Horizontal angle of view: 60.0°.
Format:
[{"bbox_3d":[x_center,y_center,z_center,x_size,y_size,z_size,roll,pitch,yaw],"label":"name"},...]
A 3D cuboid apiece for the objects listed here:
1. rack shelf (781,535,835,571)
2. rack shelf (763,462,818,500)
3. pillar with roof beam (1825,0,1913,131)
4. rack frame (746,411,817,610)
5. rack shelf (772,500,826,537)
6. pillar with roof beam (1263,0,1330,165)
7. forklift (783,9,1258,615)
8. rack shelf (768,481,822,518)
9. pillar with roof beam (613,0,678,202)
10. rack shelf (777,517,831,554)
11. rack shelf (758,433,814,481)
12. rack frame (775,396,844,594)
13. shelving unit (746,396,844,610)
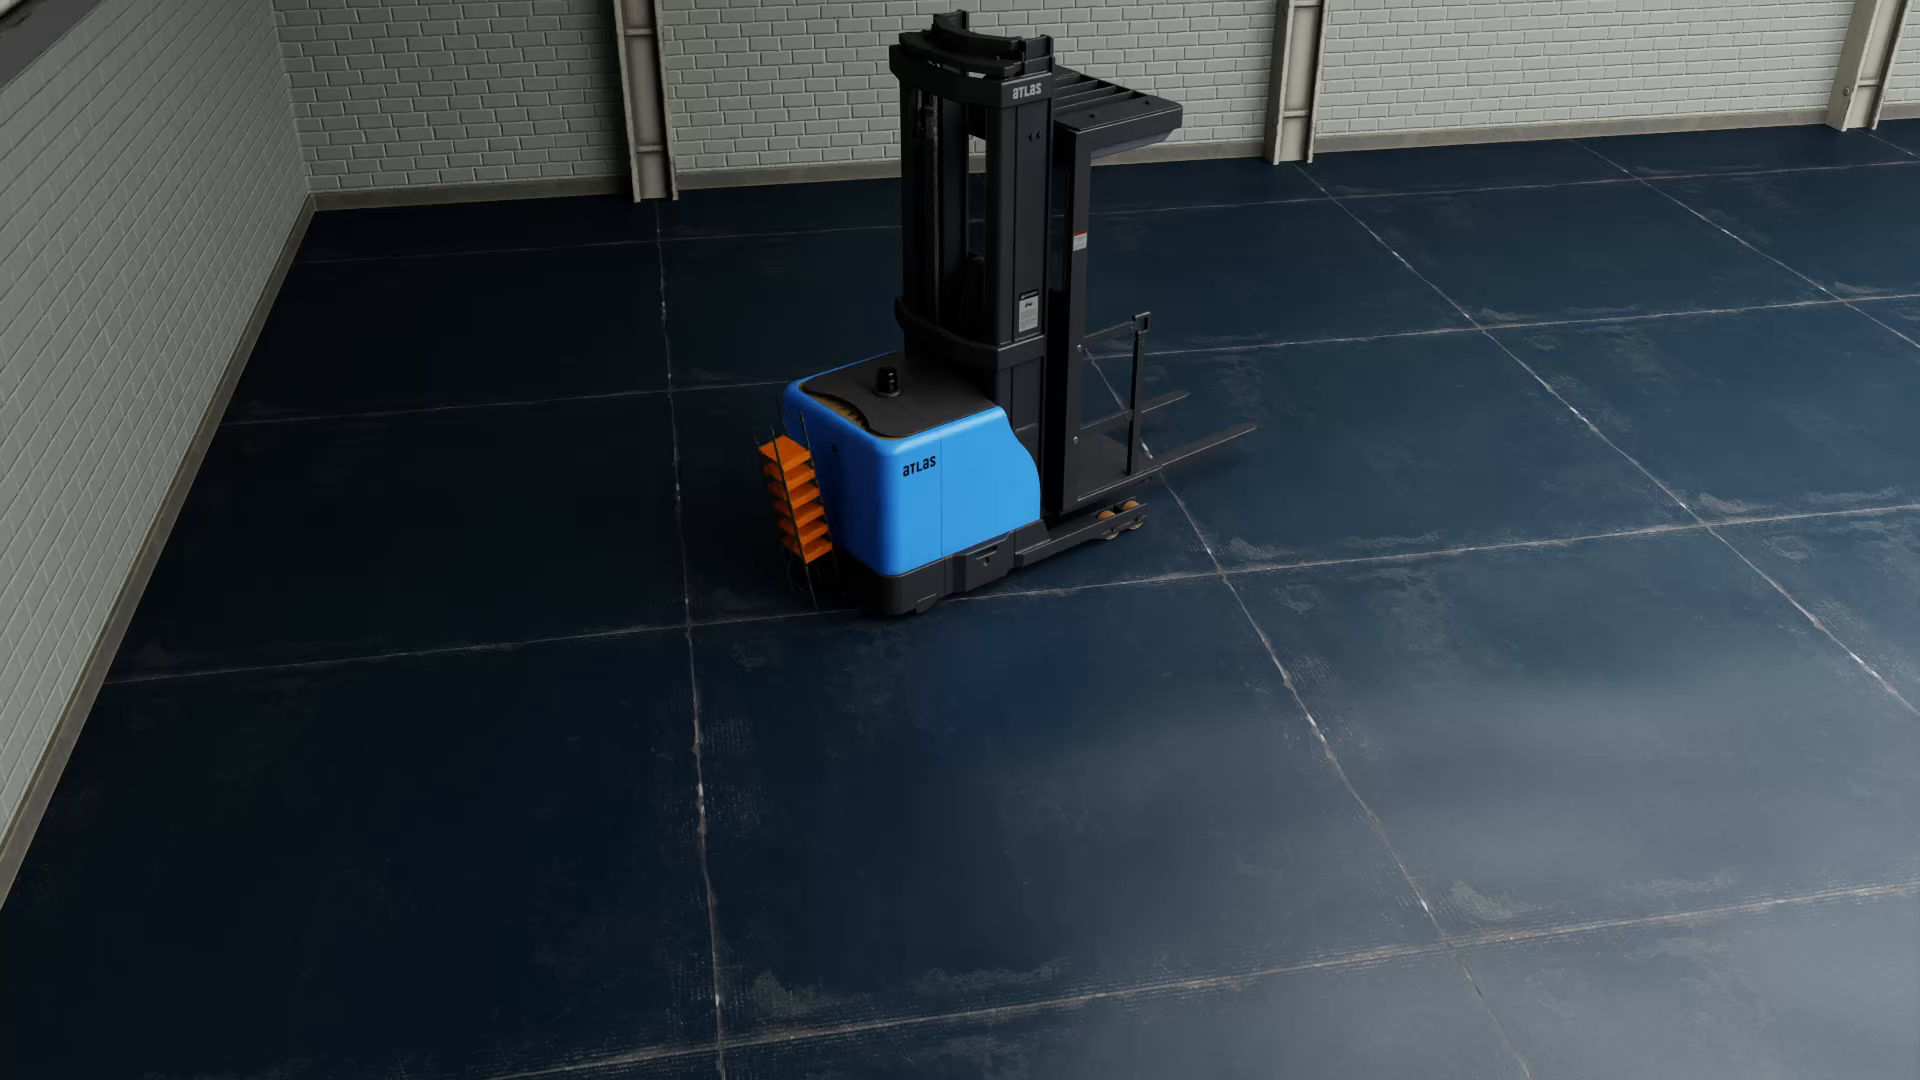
[{"bbox_3d":[-0.832,0.042,9.032,0.180,0.103,0.258,-31,41,-26],"label":"rack shelf"},{"bbox_3d":[-0.898,-0.338,8.747,0.180,0.103,0.258,-31,41,-26],"label":"rack shelf"},{"bbox_3d":[9.824,-5.947,10.986,0.400,9.000,9.100,-5,31,-9],"label":"pillar with roof beam"},{"bbox_3d":[-0.942,-0.141,8.822,0.006,1.200,0.240,-31,41,-26],"label":"rack frame"},{"bbox_3d":[-0.865,-0.148,8.889,0.180,0.103,0.258,-31,41,-26],"label":"rack shelf"},{"bbox_3d":[3.922,-5.399,10.055,0.400,9.000,9.100,-5,31,-9],"label":"pillar with roof beam"},{"bbox_3d":[0.491,-1.457,9.336,3.031,2.935,1.130,-22,37,-32],"label":"forklift"},{"bbox_3d":[-0.882,-0.243,8.818,0.180,0.103,0.258,-31,41,-26],"label":"rack shelf"},{"bbox_3d":[-1.980,-4.852,9.123,0.400,9.000,9.100,-5,31,-9],"label":"pillar with roof beam"},{"bbox_3d":[-0.849,-0.053,8.961,0.180,0.103,0.258,-31,41,-26],"label":"rack shelf"},{"bbox_3d":[-0.915,-0.433,8.675,0.180,0.103,0.258,-31,41,-26],"label":"rack shelf"},{"bbox_3d":[-0.801,-0.226,8.903,0.006,1.200,0.240,-31,41,-26],"label":"rack frame"},{"bbox_3d":[-0.872,-0.183,8.863,0.189,1.200,0.258,-31,41,-26],"label":"shelving unit"}]
